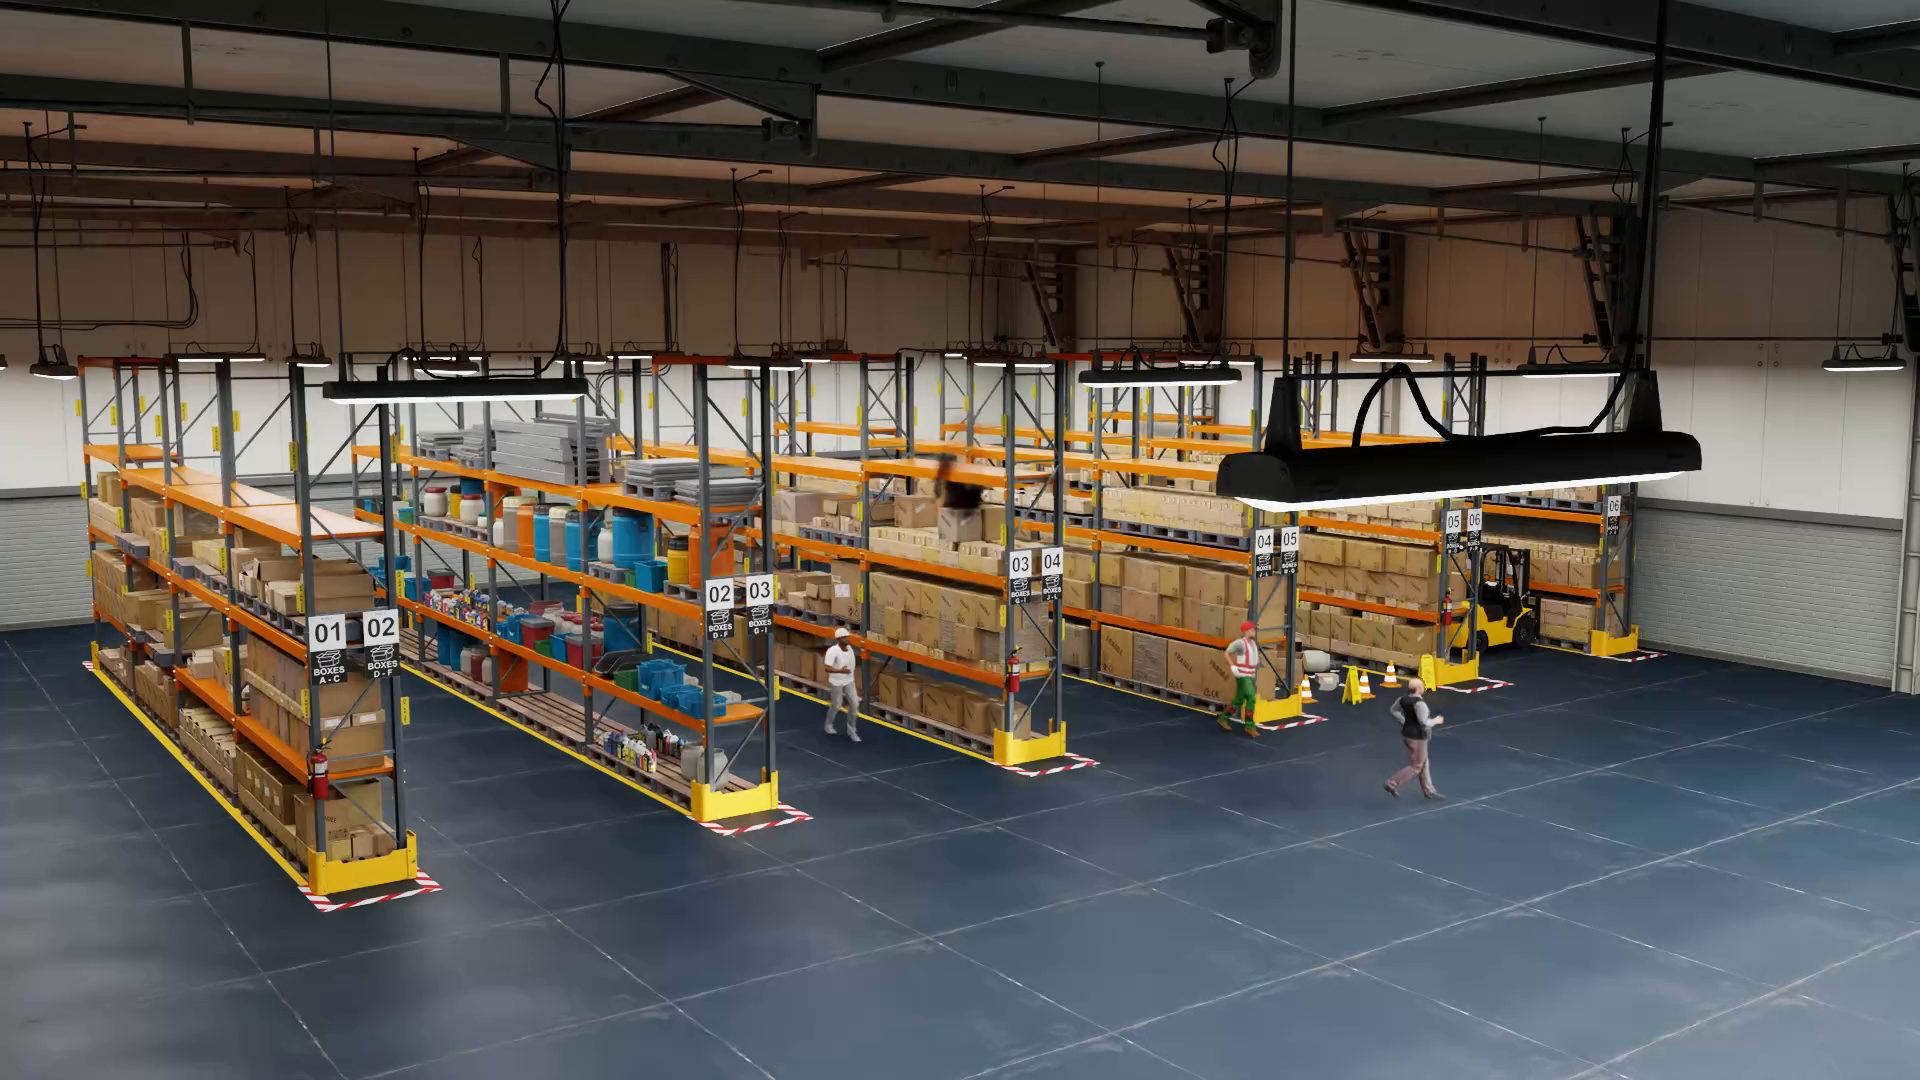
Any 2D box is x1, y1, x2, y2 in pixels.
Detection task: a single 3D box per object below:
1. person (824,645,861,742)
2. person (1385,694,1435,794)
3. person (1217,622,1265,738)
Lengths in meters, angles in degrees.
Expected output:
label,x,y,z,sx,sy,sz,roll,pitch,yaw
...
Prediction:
label,x,y,z,sx,sy,sz,roll,pitch,yaw
person,-1.893,2.417,26.301,0.432,1.561,0.704,-6,9,-42
person,6.133,2.801,22.588,0.778,1.412,0.444,-1,7,-10
person,4.571,2.219,26.736,0.808,1.813,0.667,4,8,31
